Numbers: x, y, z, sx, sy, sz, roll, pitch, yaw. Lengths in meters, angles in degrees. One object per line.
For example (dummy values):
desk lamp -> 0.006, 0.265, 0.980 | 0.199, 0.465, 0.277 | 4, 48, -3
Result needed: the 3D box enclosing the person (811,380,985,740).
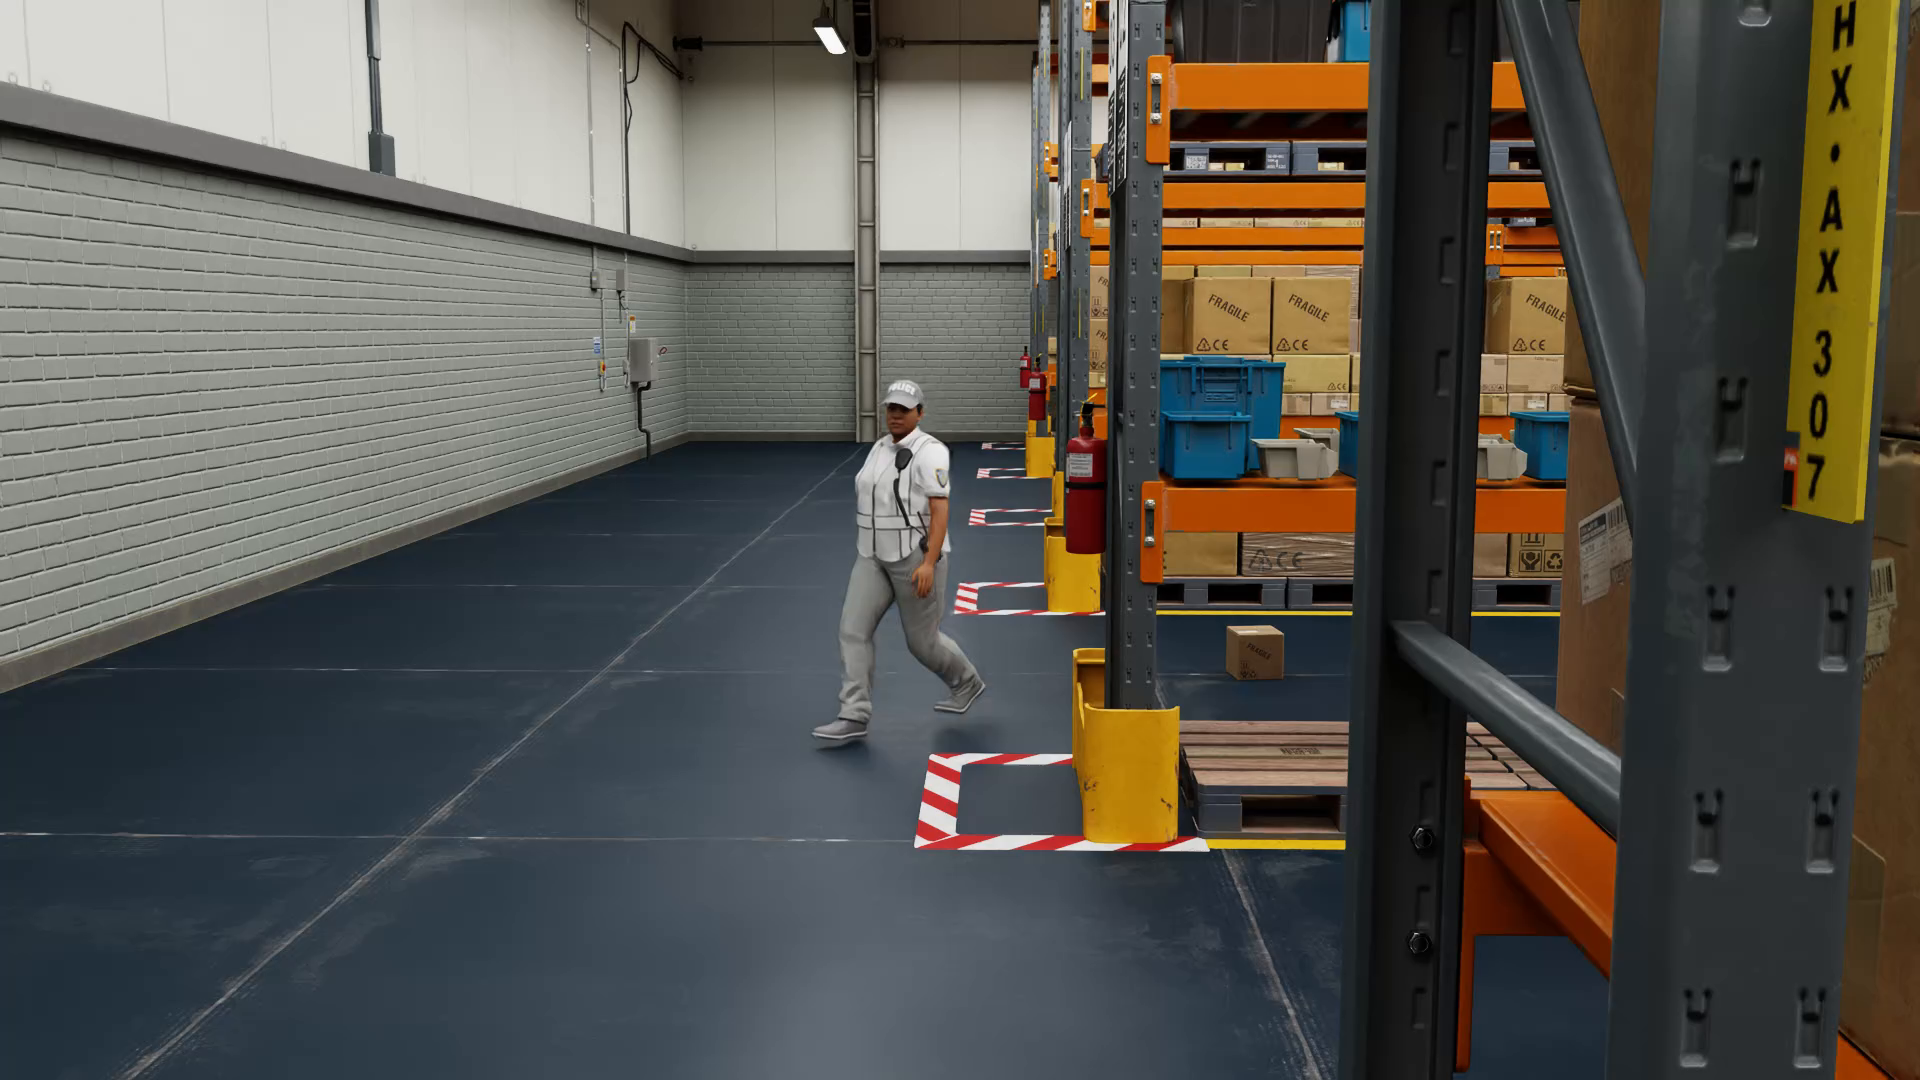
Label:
person -> -0.262, 0.083, 7.582 | 0.512, 1.622, 0.913 | 7, 10, 42
